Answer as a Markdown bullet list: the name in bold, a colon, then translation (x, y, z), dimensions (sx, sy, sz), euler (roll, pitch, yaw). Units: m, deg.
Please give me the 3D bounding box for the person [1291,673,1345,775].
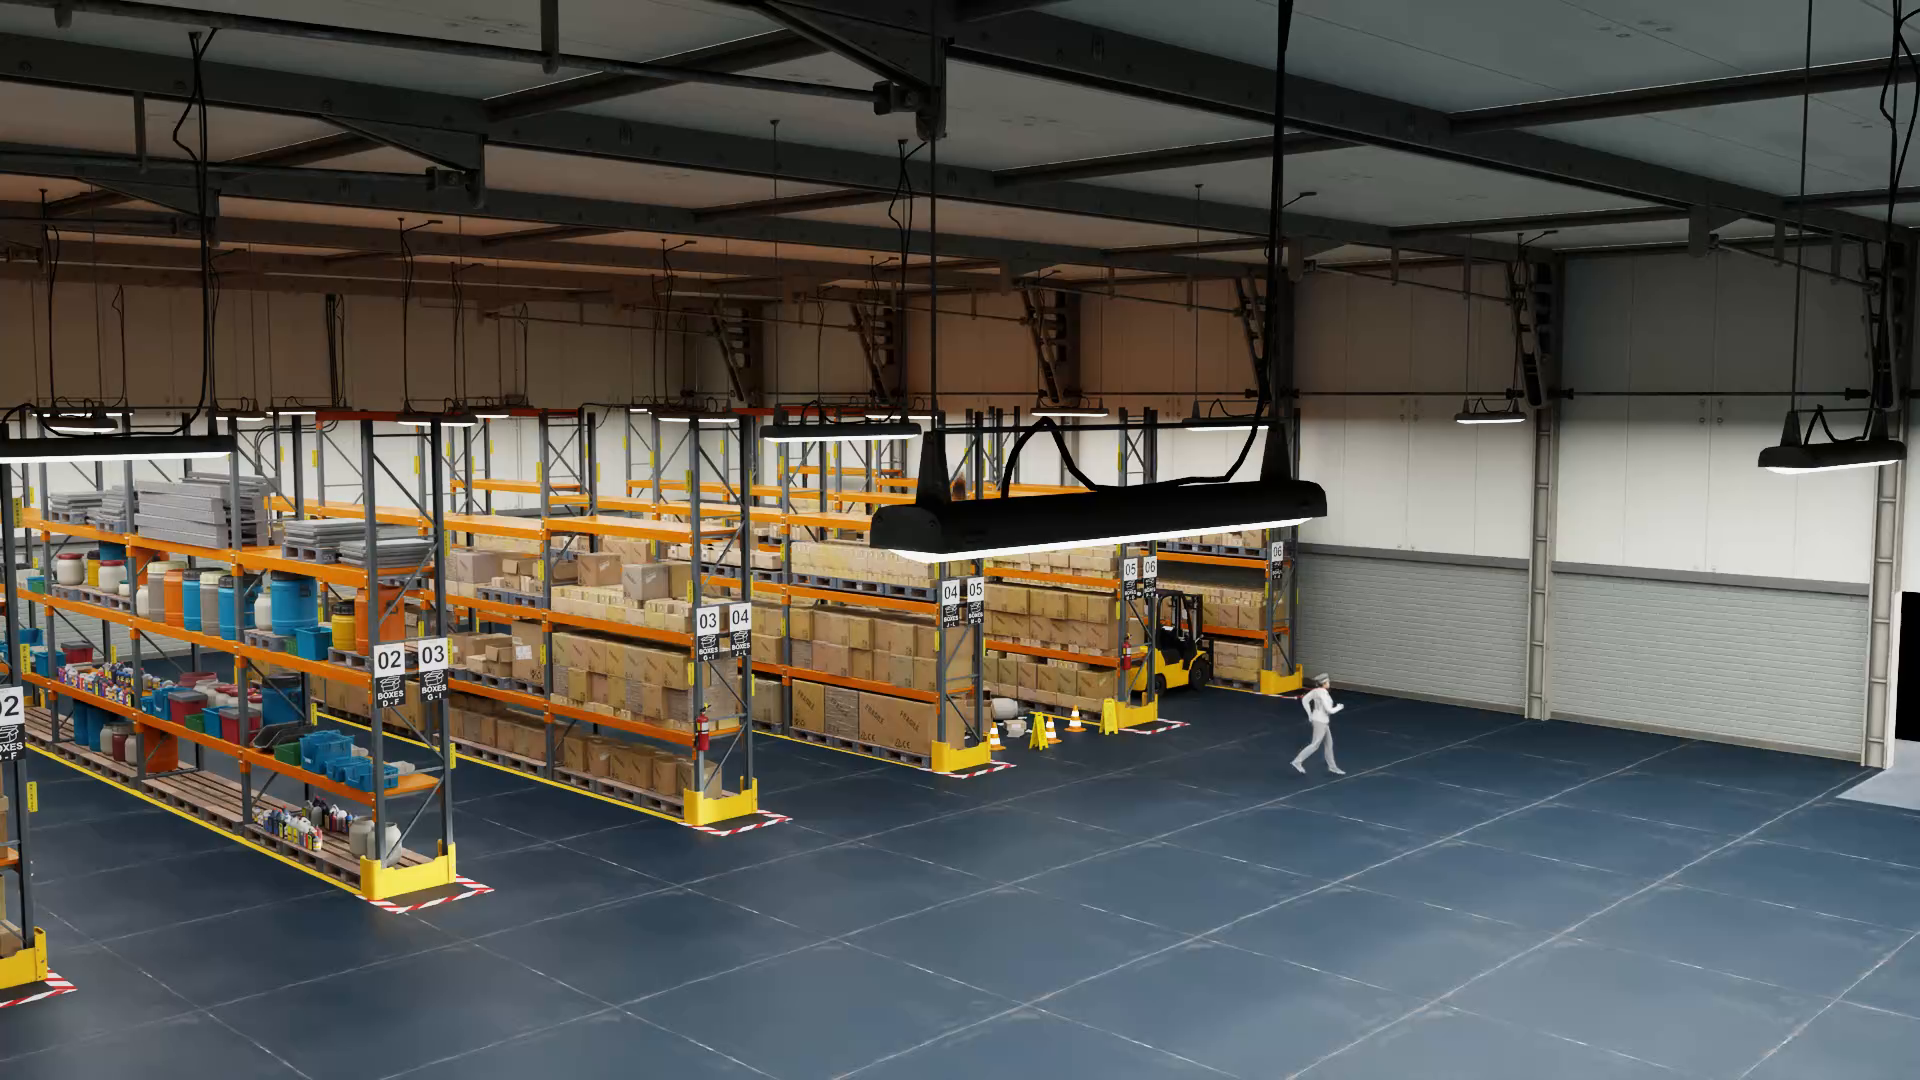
- **person**: translation (5.912, 3.036, 27.405), dimensions (0.919, 1.702, 0.598), euler (0, 5, -3)
